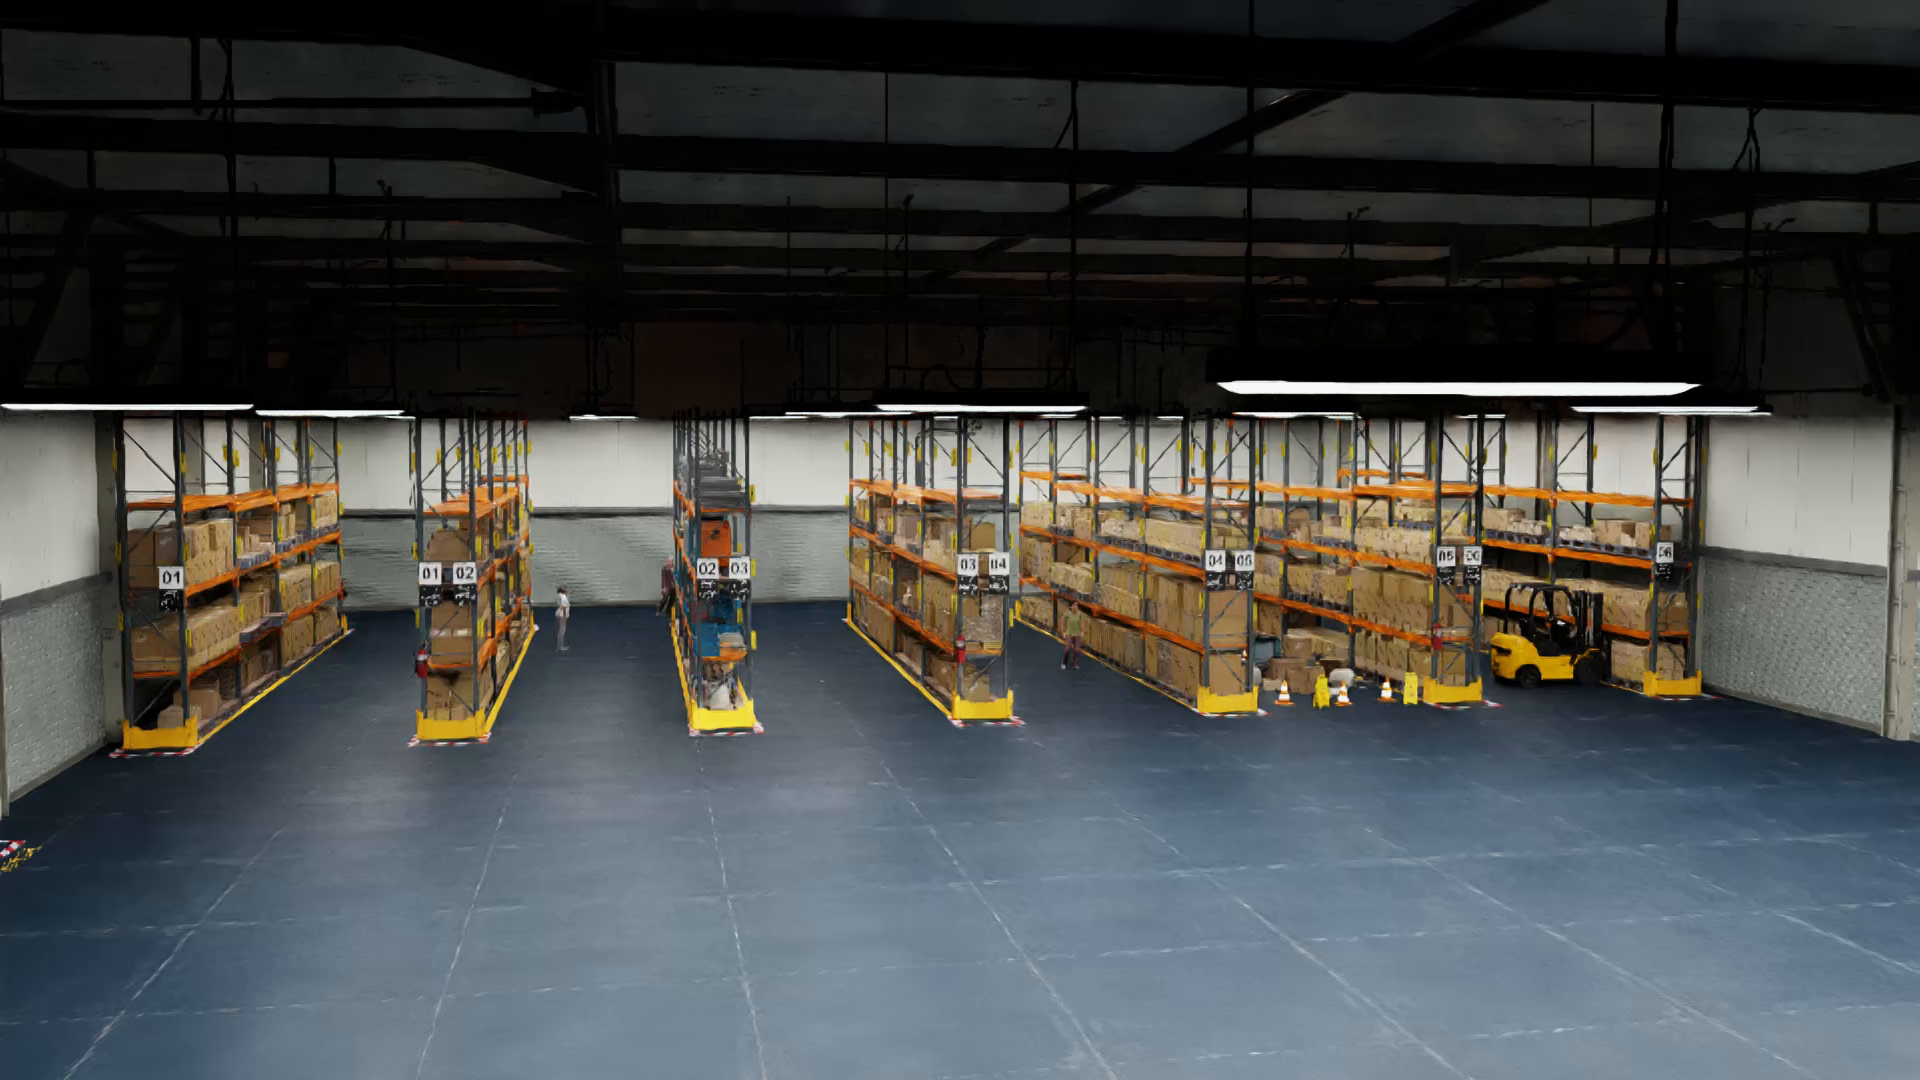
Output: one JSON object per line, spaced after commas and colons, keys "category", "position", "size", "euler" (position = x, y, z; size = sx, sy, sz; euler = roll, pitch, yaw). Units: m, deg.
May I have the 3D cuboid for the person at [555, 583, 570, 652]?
{"category": "person", "position": [-9.906, 1.925, 41.474], "size": [0.375, 1.667, 0.575], "euler": [-2, 5, -27]}

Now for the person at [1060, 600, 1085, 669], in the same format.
{"category": "person", "position": [2.596, 2.190, 38.432], "size": [0.598, 1.618, 0.506], "euler": [-1, 4, -13]}

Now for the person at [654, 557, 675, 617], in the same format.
{"category": "person", "position": [-8.549, 1.373, 48.705], "size": [0.405, 1.767, 0.760], "euler": [3, 5, 40]}
